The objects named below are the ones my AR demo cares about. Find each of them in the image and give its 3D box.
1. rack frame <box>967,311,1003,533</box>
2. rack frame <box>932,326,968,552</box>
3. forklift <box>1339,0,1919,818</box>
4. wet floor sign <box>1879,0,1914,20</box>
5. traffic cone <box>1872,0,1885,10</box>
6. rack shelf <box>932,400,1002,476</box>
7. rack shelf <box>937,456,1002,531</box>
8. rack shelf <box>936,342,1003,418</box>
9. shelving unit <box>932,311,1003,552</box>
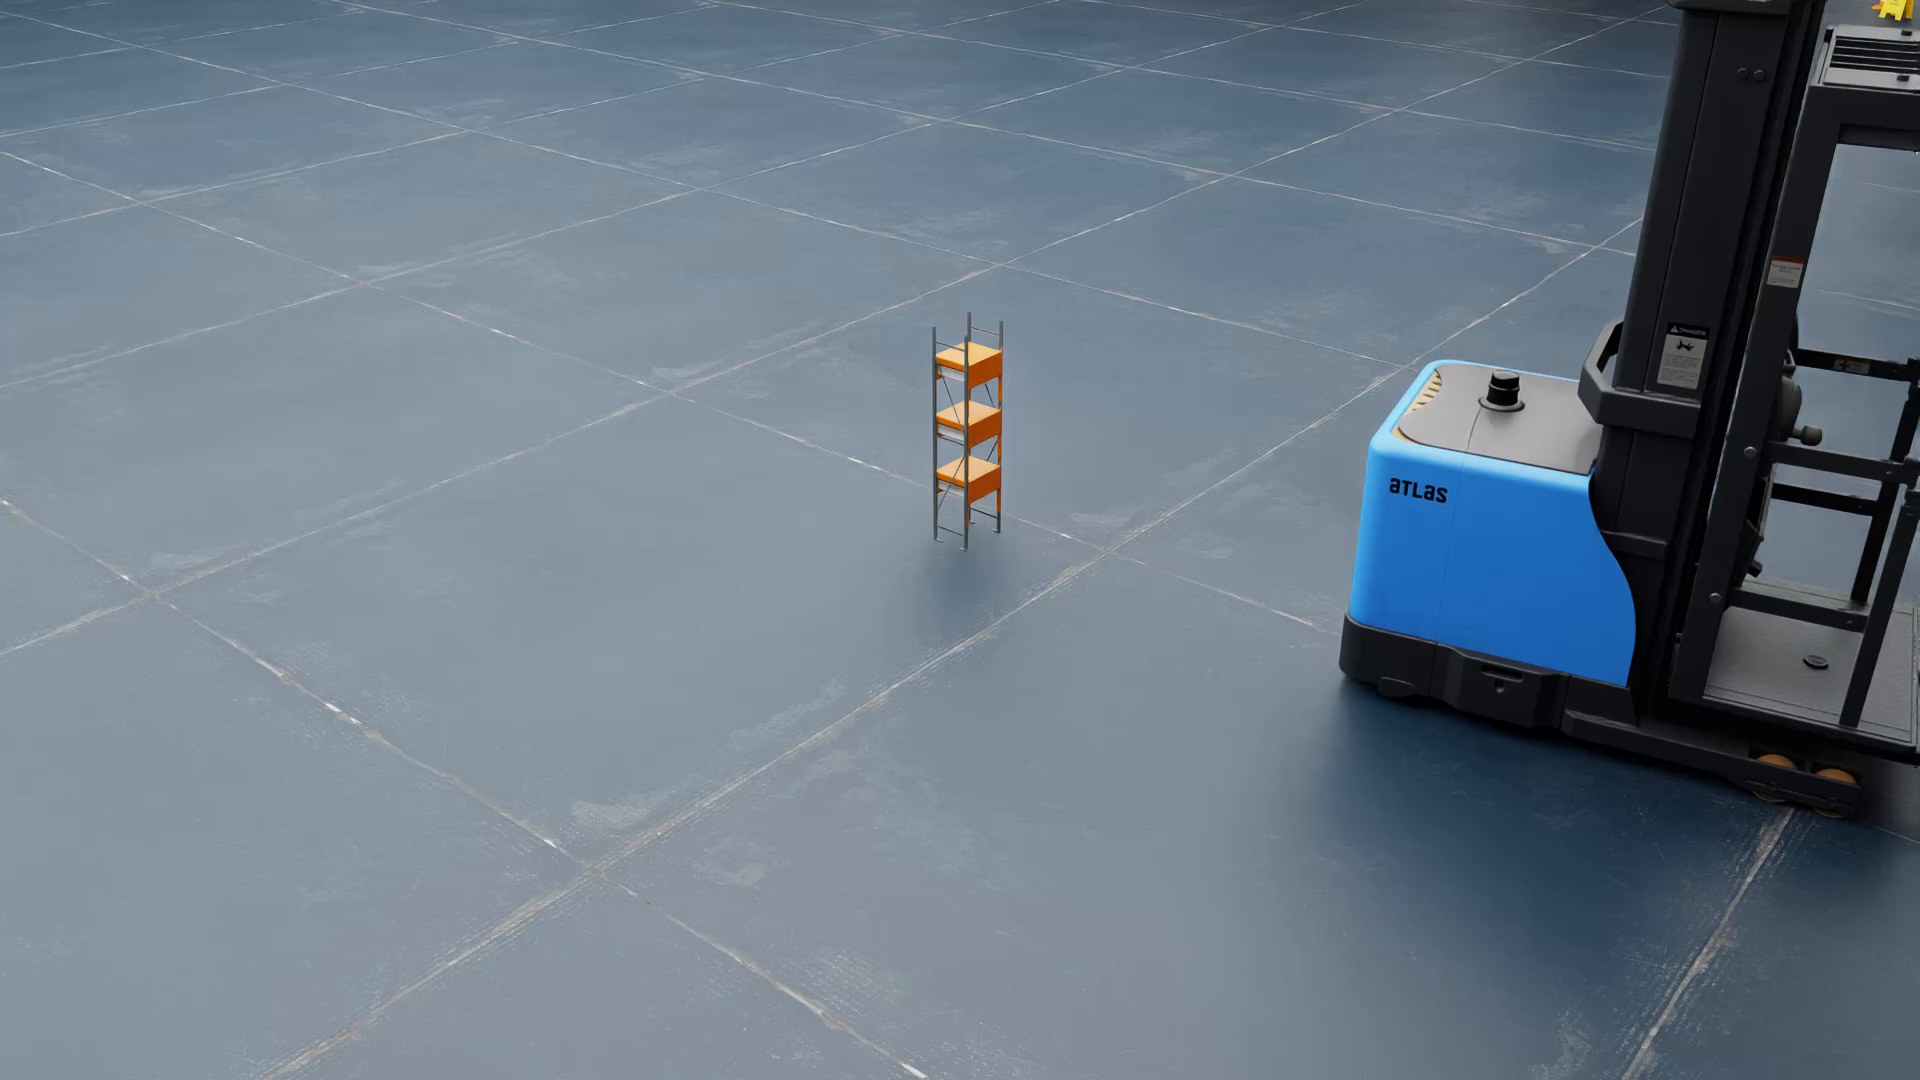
[{"bbox_3d":[0.112,-0.529,7.629,0.200,1.050,0.008,21,34,34],"label":"rack frame"},{"bbox_3d":[-0.044,-0.442,7.462,0.200,1.050,0.008,21,34,34],"label":"rack frame"},{"bbox_3d":[3.057,-0.604,5.727,3.031,2.935,1.130,13,30,24],"label":"forklift"},{"bbox_3d":[11.094,-6.481,19.575,0.232,0.644,0.267,-15,31,-27],"label":"wet floor sign"},{"bbox_3d":[11.318,-6.684,20.166,0.336,0.463,0.334,21,34,34],"label":"traffic cone"},{"bbox_3d":[0.034,-0.476,7.550,0.215,0.259,0.240,21,34,34],"label":"rack shelf"},{"bbox_3d":[0.034,-0.229,7.678,0.215,0.259,0.240,21,34,34],"label":"rack shelf"},{"bbox_3d":[0.034,-0.728,7.420,0.215,0.259,0.240,21,34,34],"label":"rack shelf"},{"bbox_3d":[0.034,-0.485,7.545,0.215,1.050,0.252,21,34,34],"label":"shelving unit"}]
